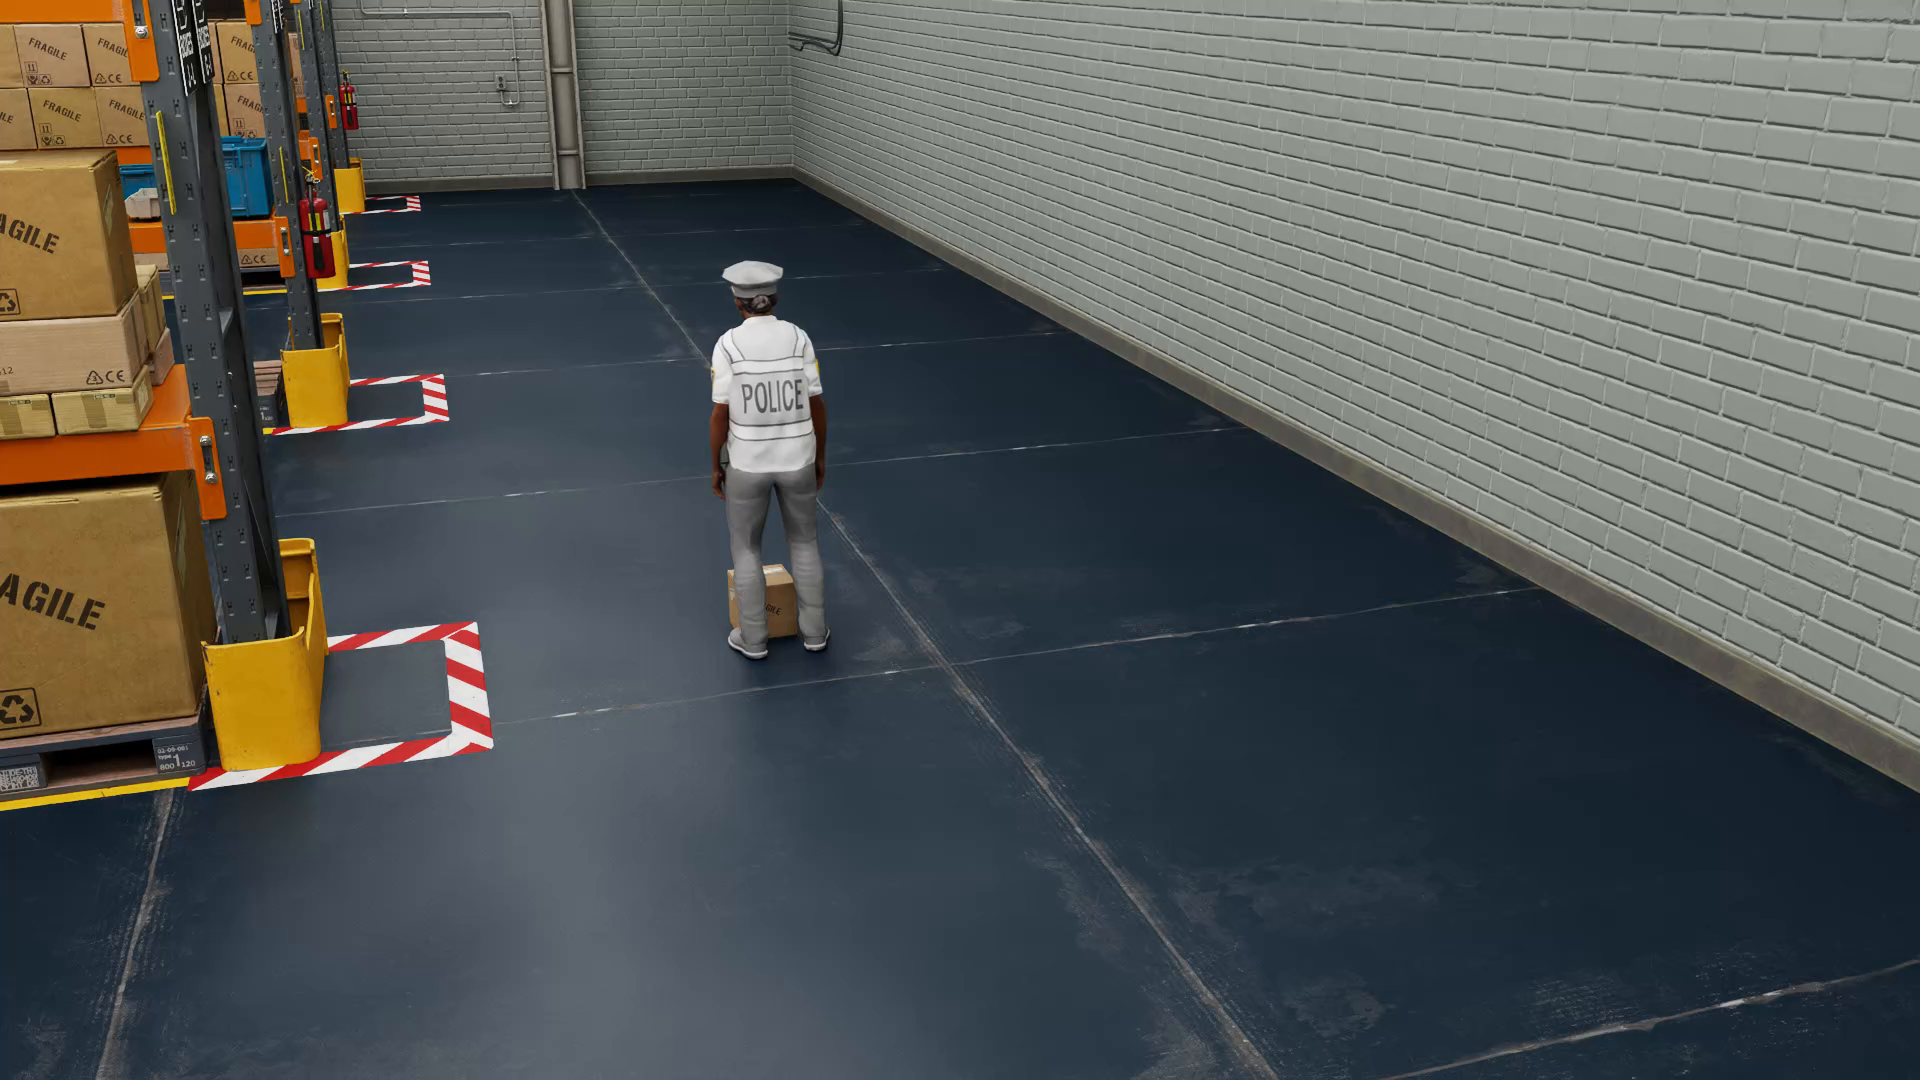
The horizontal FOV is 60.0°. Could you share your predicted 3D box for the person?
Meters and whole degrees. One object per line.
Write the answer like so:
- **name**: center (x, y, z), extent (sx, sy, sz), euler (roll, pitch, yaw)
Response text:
- **person**: center (-0.793, -0.313, 6.961), extent (0.504, 1.659, 0.394), euler (-6, 20, -17)
